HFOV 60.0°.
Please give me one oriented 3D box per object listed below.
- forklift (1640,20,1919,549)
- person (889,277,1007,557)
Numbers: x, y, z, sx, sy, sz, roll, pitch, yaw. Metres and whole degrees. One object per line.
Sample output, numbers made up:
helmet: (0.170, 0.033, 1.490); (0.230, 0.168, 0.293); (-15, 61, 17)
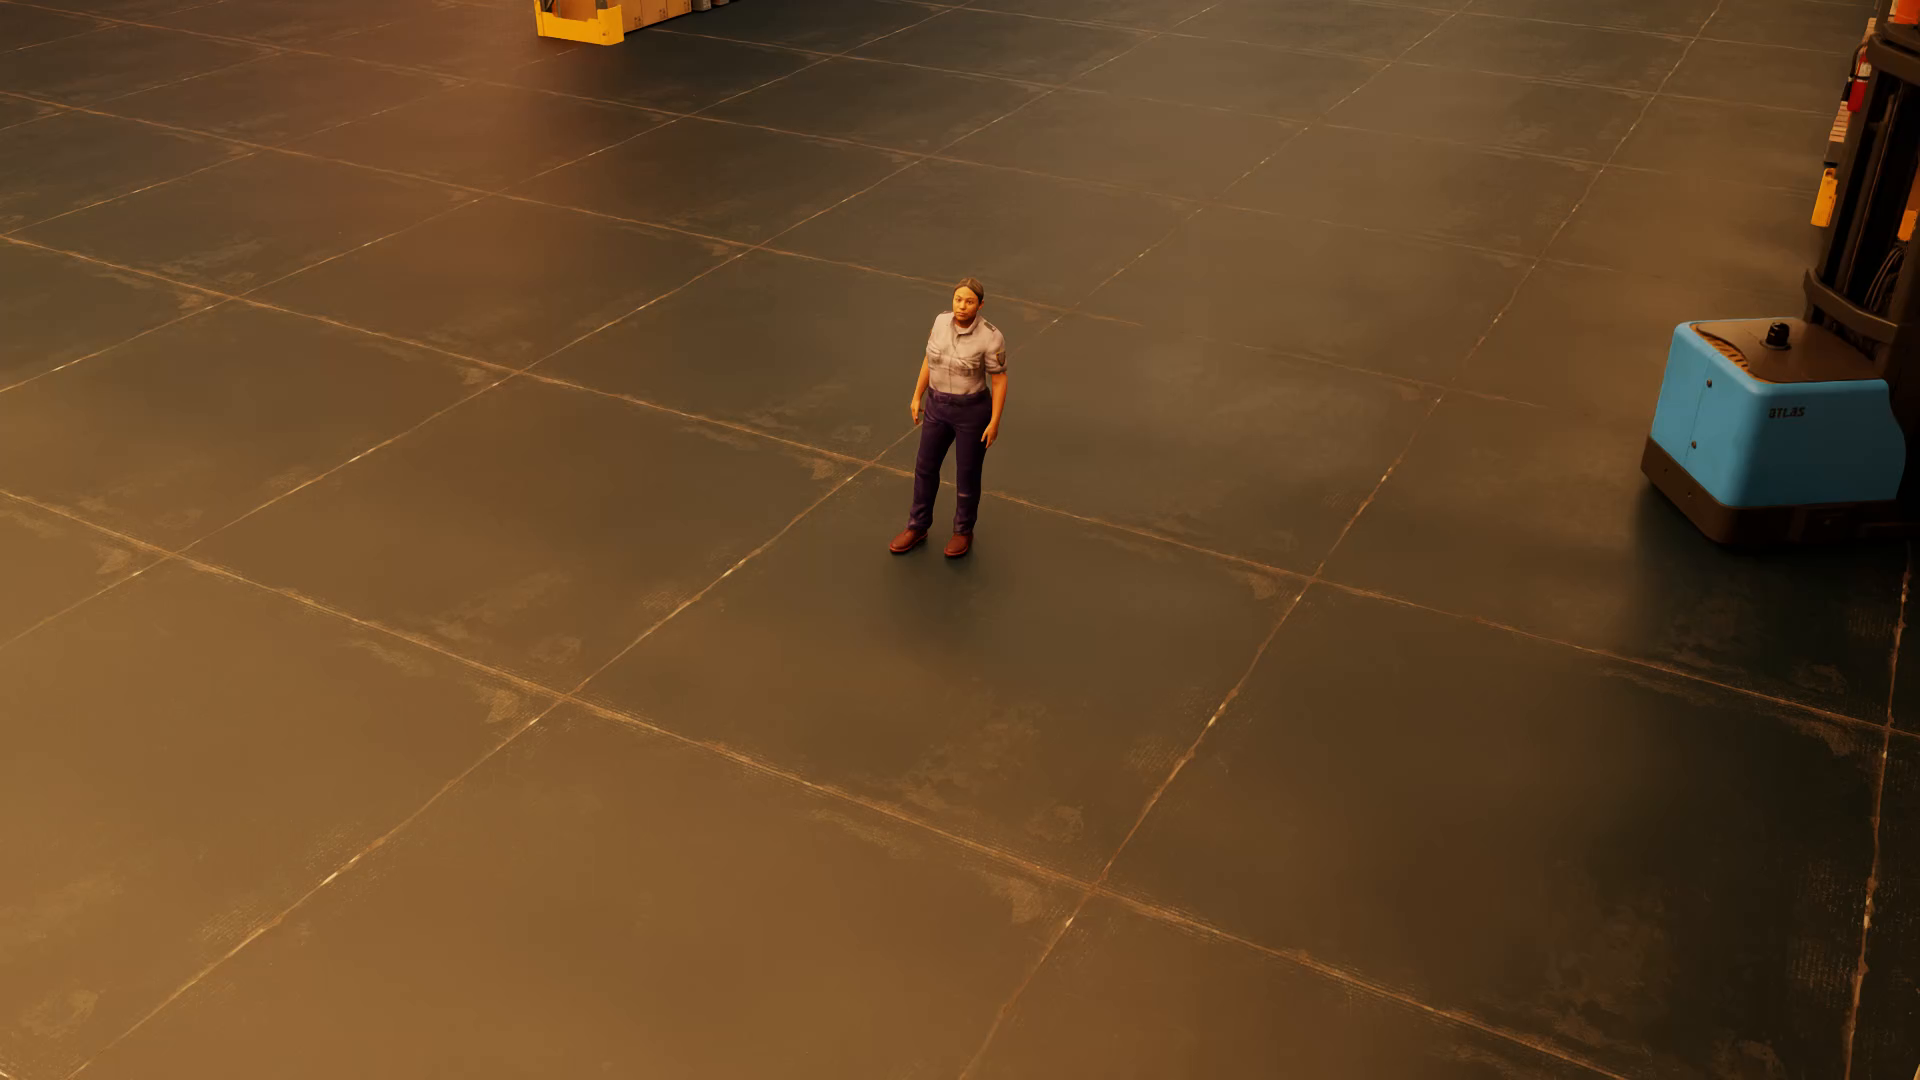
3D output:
forklift: (5.906, -1.517, 9.700); (3.031, 2.935, 1.130); (-3, 30, -5)
person: (-0.064, -0.686, 9.529); (0.598, 1.651, 0.502); (15, 33, 25)
